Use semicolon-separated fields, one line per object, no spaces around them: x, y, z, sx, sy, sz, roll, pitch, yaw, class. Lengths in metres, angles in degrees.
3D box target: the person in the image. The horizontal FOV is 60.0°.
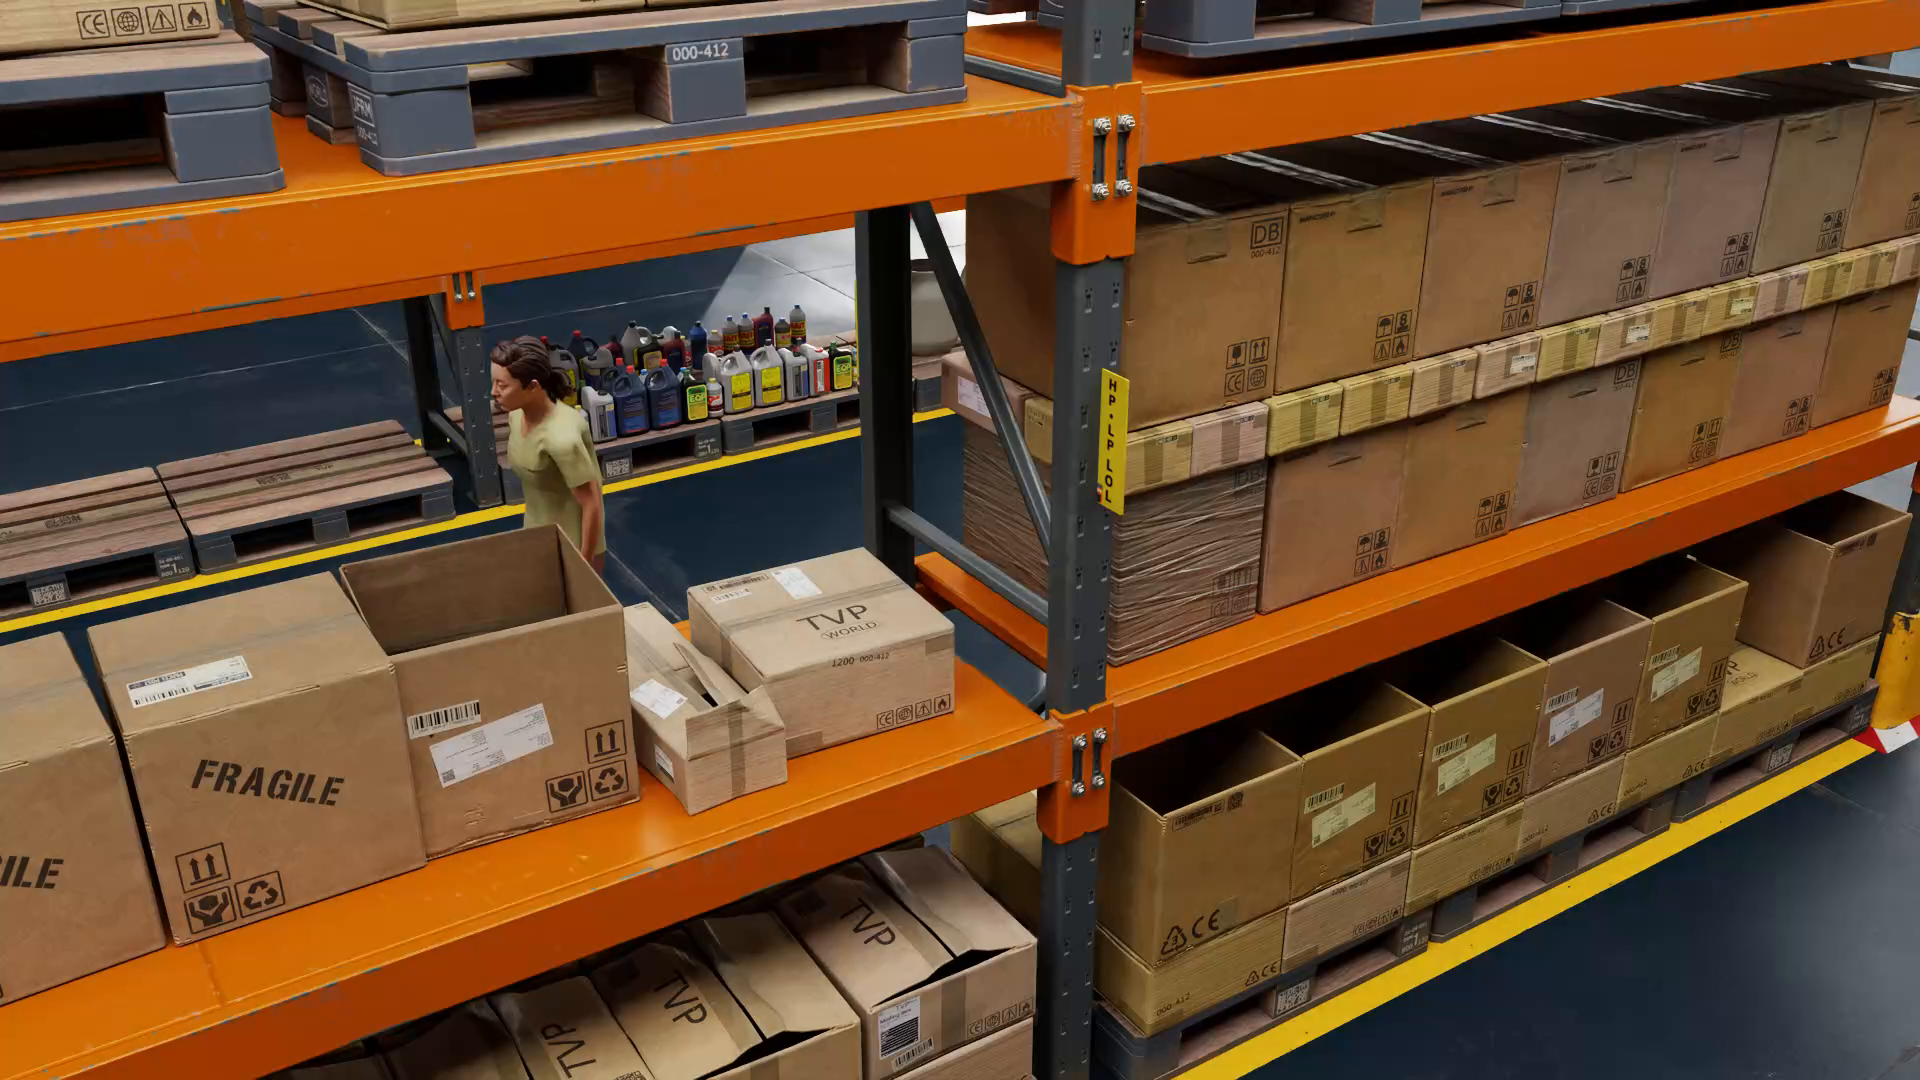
-1.472;0.046;6.015;0.365;1.671;0.510;-17;30;-32;person
